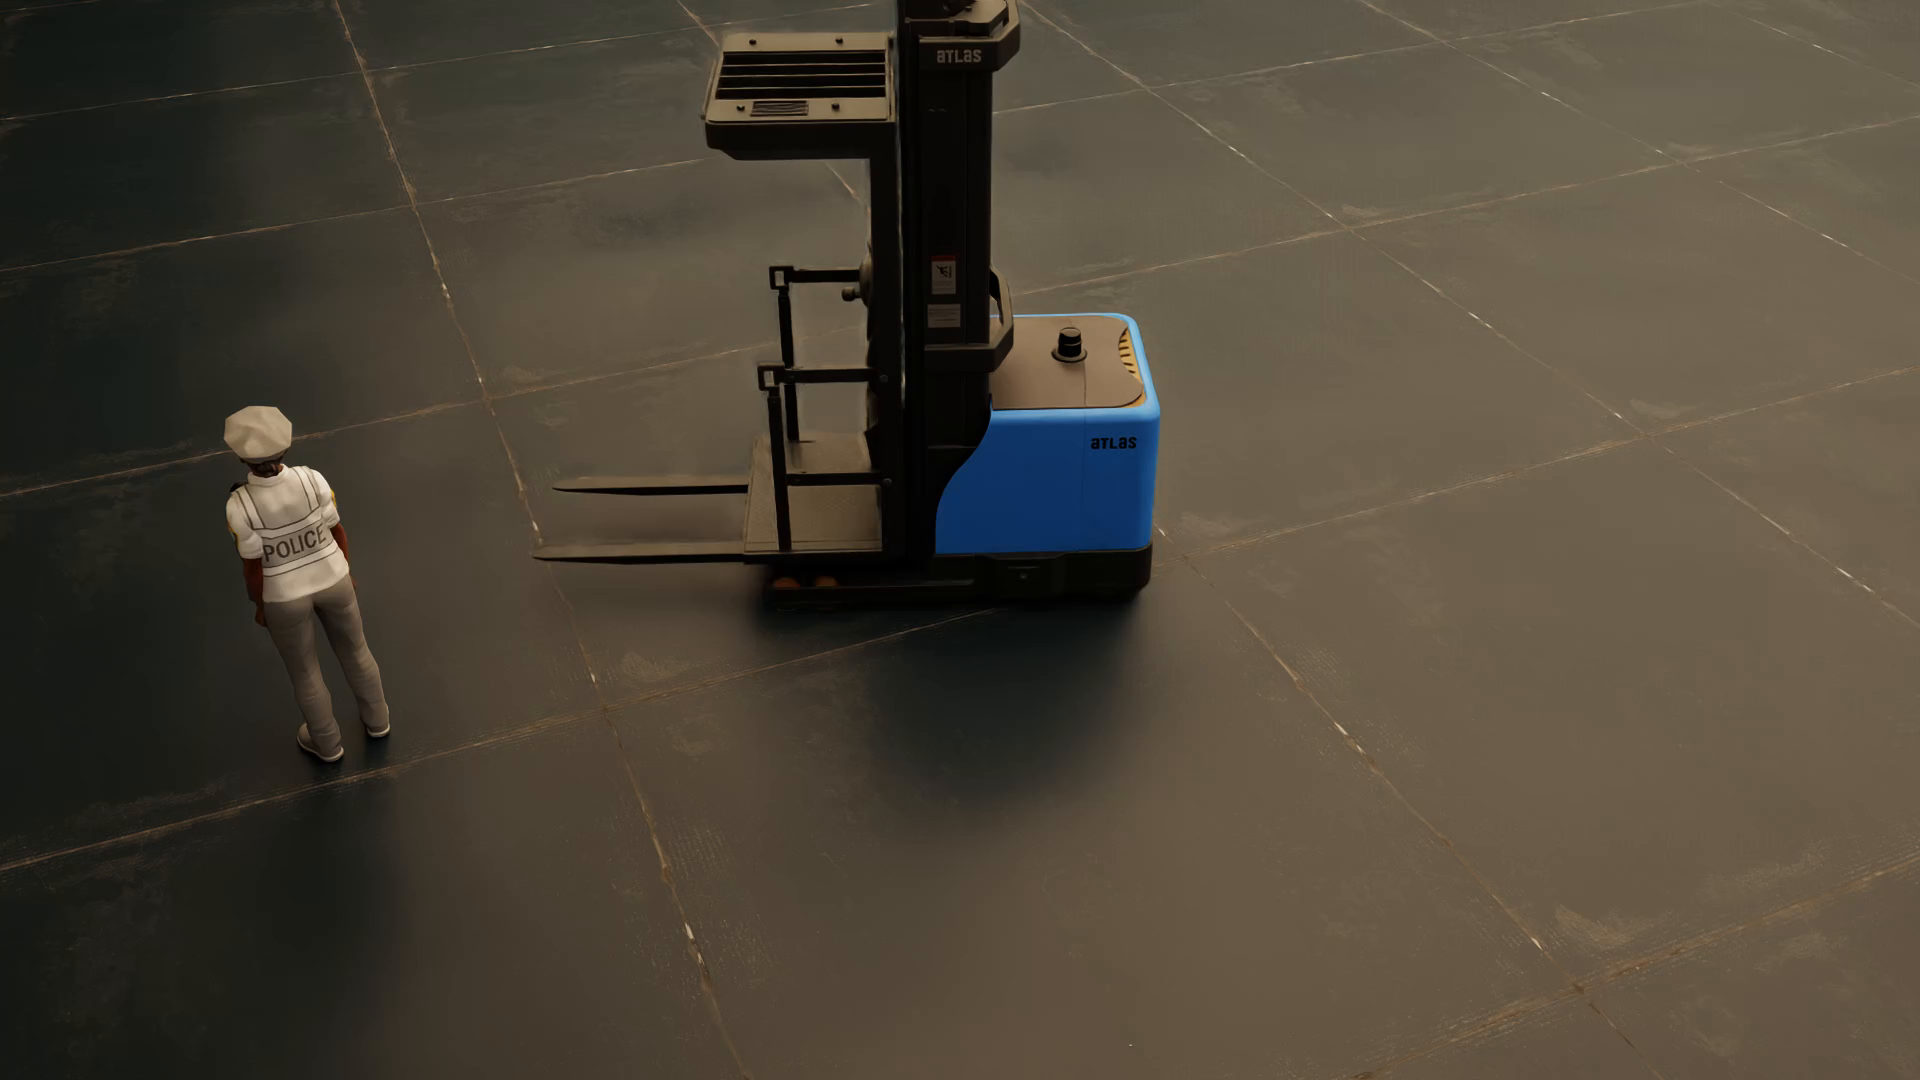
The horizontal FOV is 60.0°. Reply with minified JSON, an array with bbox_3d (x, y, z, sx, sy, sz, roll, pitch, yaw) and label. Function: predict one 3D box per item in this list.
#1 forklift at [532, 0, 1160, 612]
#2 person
[{"bbox_3d":[-0.592,-1.158,7.727,3.031,2.935,1.130,-1,35,-2],"label":"forklift"},{"bbox_3d":[-2.726,0.189,6.907,0.448,1.694,0.351,-25,42,-31],"label":"person"}]
